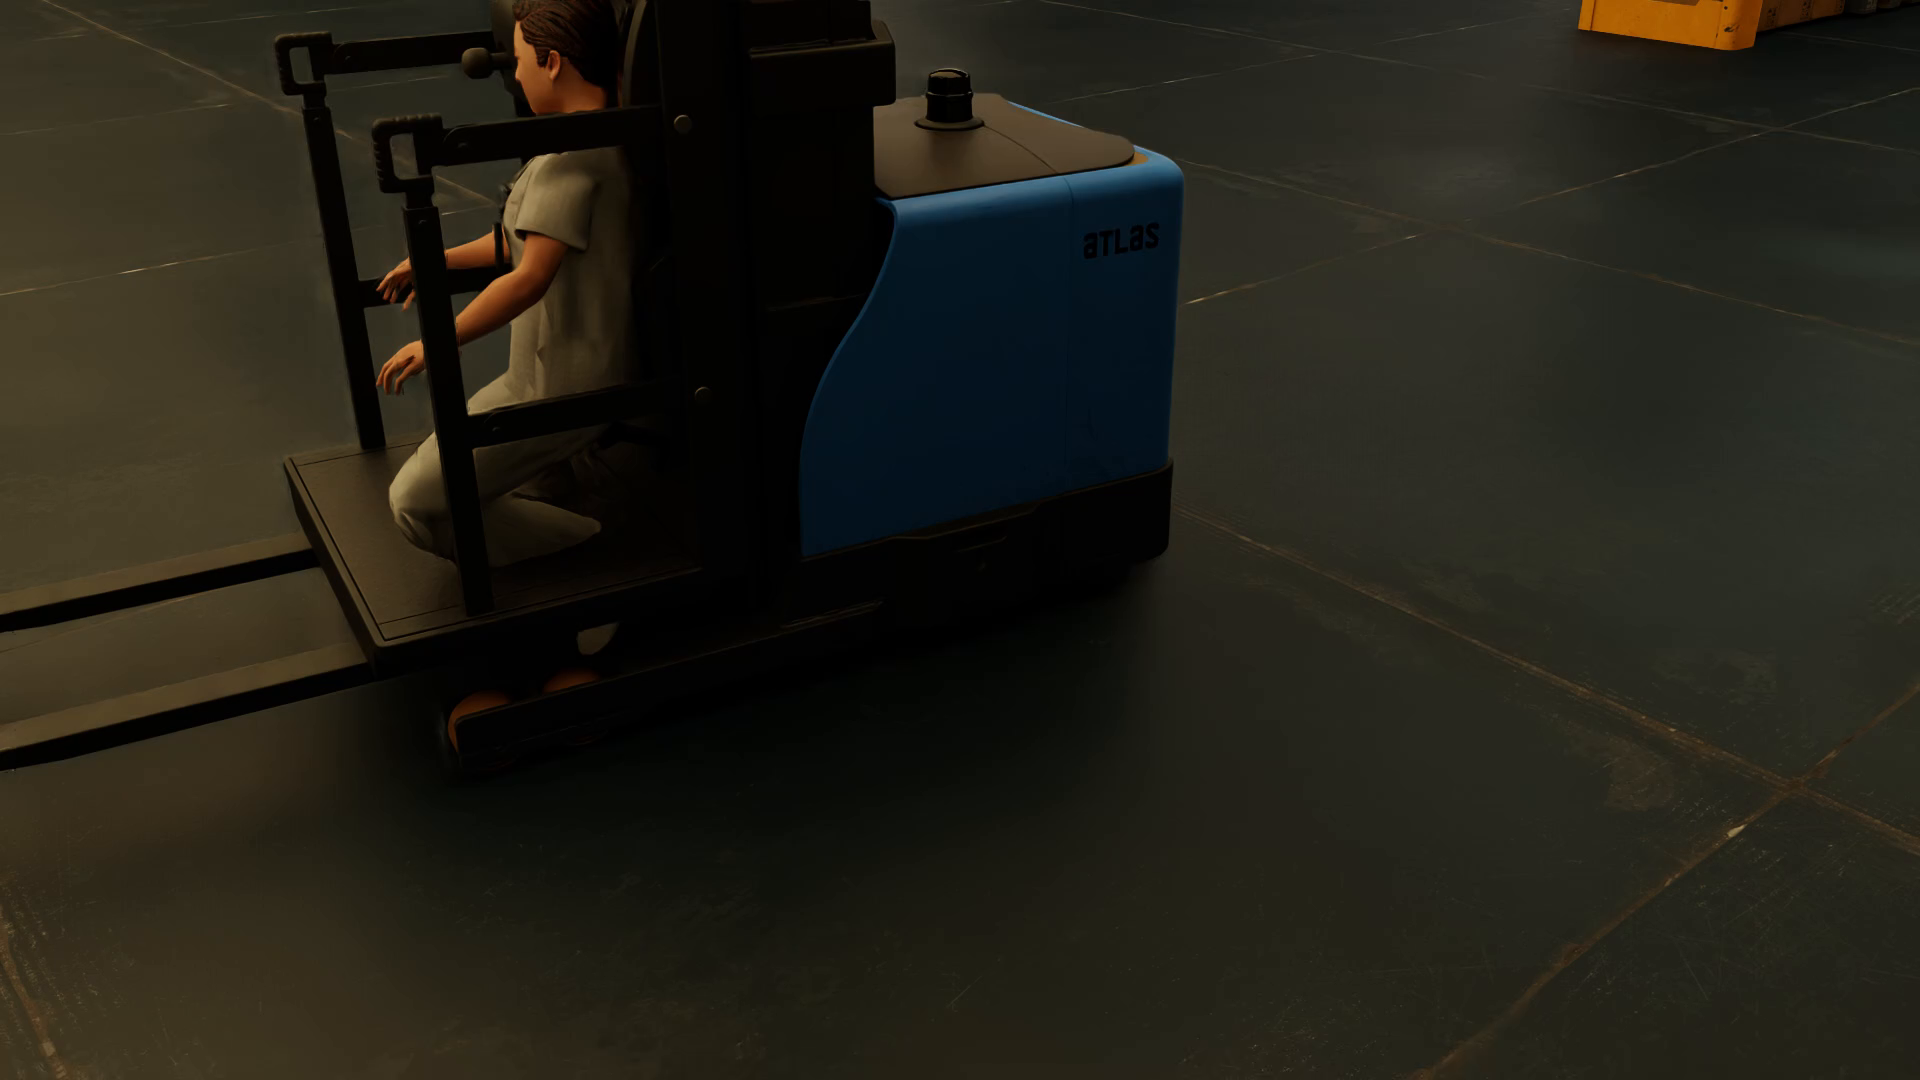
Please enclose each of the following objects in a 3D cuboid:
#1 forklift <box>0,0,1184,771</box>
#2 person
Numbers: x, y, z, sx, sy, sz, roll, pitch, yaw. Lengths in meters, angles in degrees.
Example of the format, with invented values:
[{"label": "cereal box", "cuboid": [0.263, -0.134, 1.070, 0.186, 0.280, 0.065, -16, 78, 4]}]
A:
[{"label": "forklift", "cuboid": [-0.996, -1.094, 3.408, 3.031, 2.935, 1.130, -14, 30, -26]}, {"label": "person", "cuboid": [-0.953, -0.400, 3.572, 0.730, 1.529, 0.765, 3, 27, 5]}]
